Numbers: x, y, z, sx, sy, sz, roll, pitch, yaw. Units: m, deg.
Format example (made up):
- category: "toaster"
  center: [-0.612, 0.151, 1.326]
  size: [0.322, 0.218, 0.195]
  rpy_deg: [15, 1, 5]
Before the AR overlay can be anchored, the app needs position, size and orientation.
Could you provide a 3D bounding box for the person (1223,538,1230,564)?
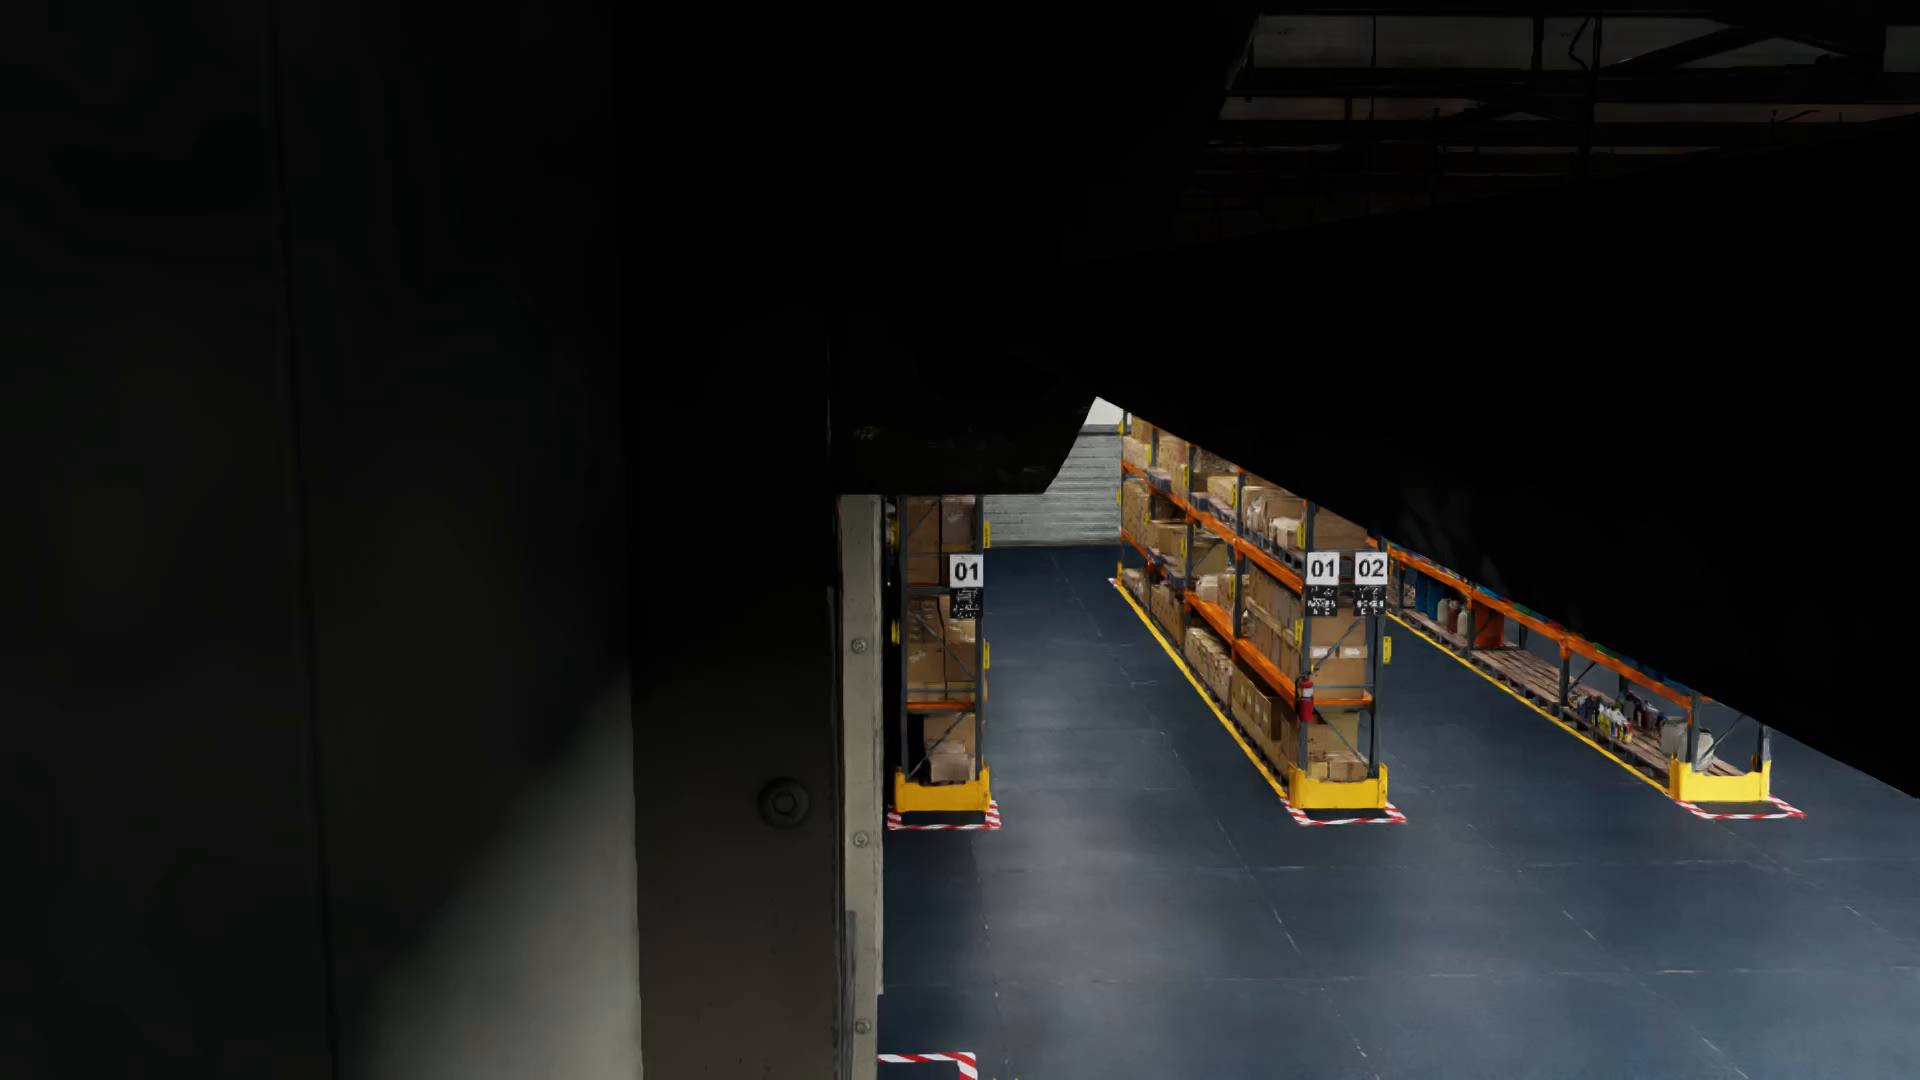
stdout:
- category: "person"
  center: [5.985, -0.212, 38.501]
  size: [0.455, 1.603, 0.532]
  rpy_deg: [6, 10, 34]
